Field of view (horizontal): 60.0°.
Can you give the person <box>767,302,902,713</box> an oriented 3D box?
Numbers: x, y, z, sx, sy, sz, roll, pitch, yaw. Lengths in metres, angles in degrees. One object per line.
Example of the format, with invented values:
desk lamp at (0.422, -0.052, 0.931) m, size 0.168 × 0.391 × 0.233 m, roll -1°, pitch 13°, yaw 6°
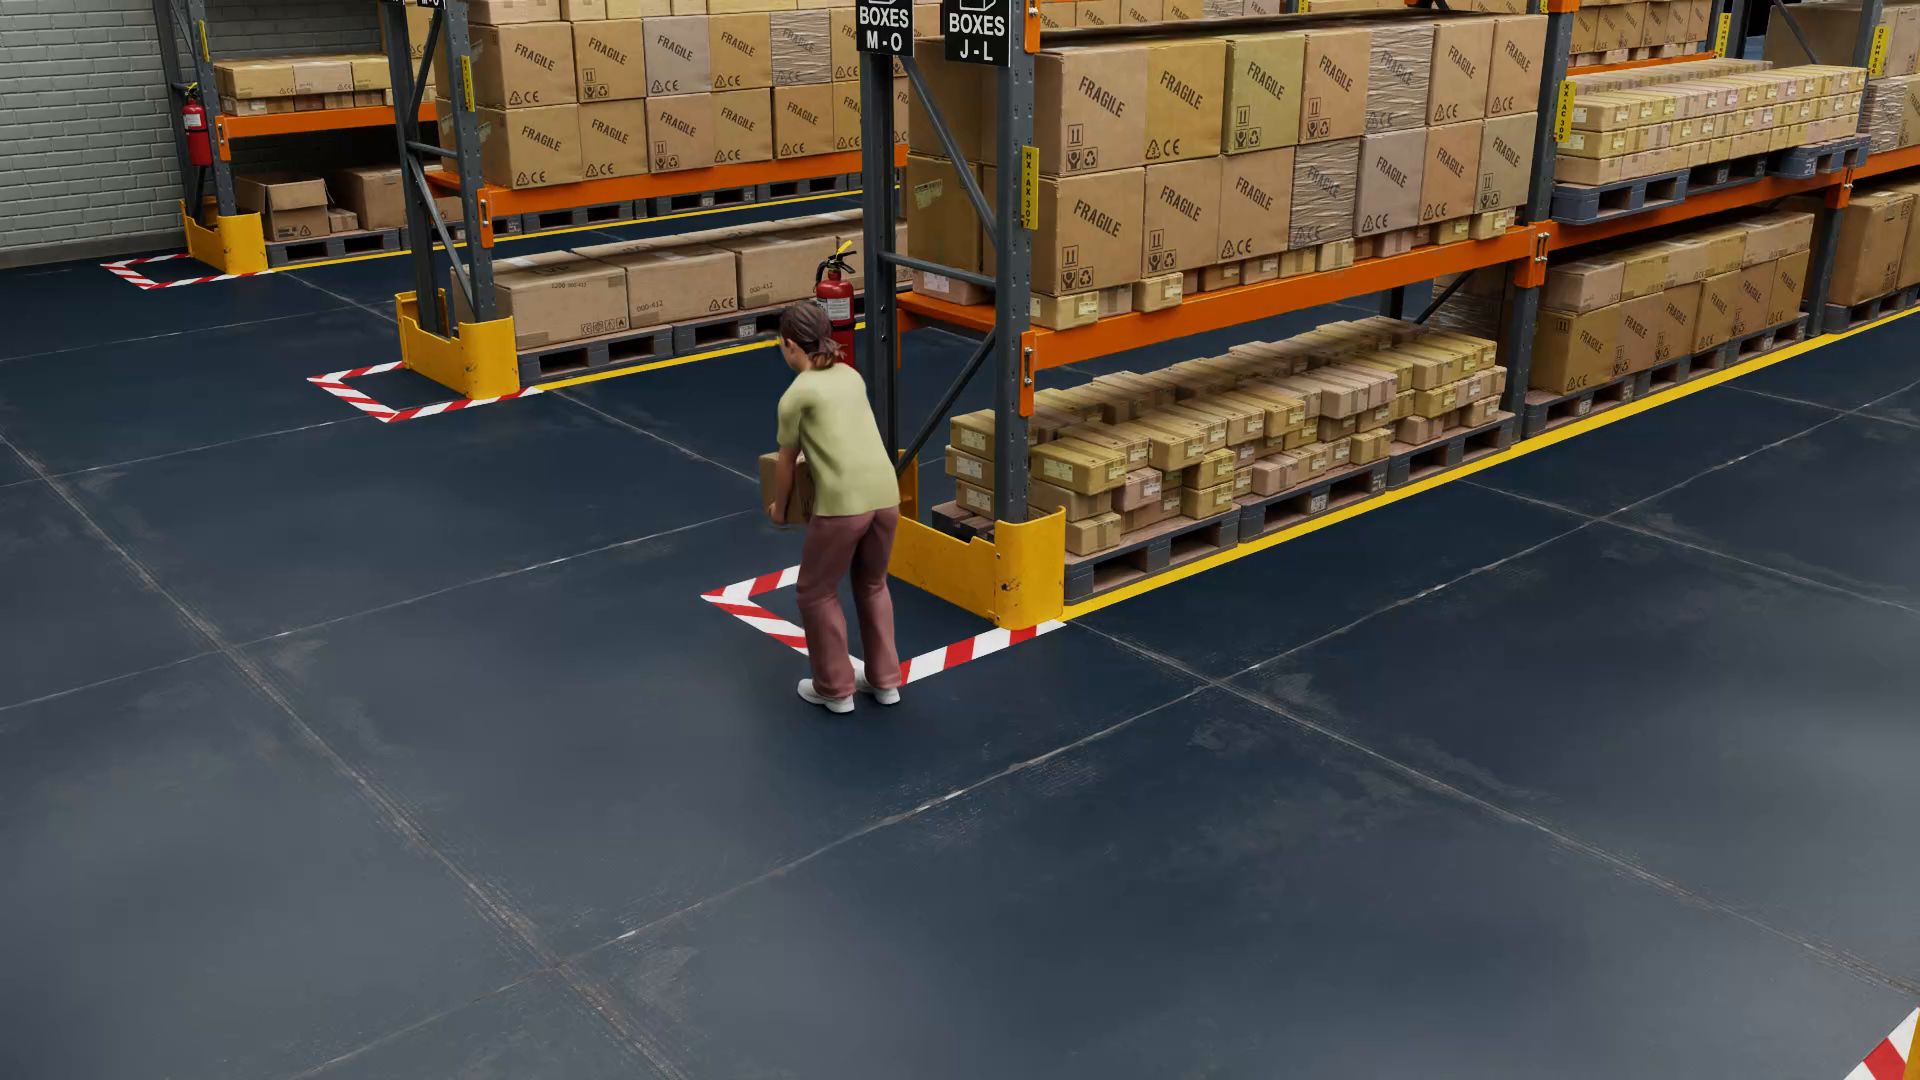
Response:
person at (-0.494, -0.114, 6.492) m, size 0.409 × 1.601 × 0.551 m, roll -17°, pitch 27°, yaw -38°
